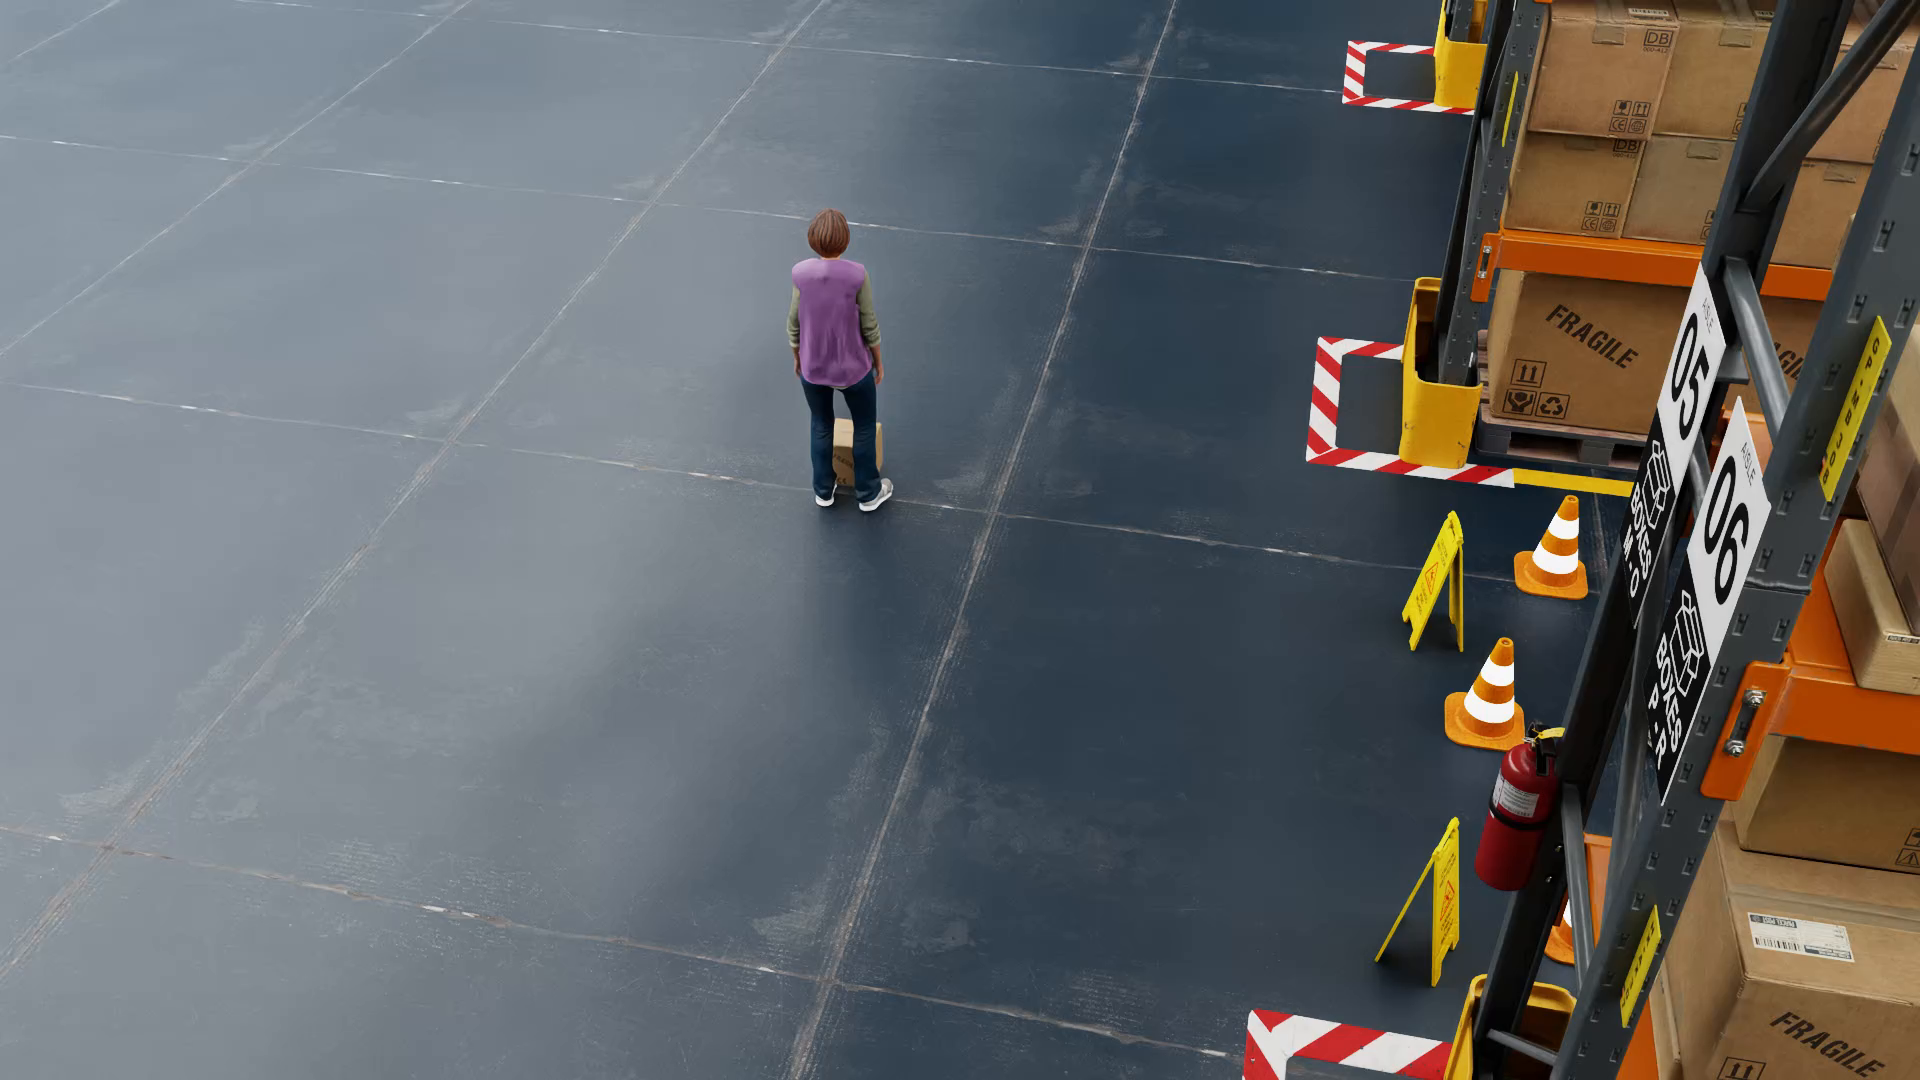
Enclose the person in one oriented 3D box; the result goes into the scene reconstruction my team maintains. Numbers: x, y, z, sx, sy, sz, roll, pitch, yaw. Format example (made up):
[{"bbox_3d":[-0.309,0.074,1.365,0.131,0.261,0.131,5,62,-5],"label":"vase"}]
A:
[{"bbox_3d":[-0.596,-0.842,8.085,0.466,1.592,0.345,6,38,8],"label":"person"}]
